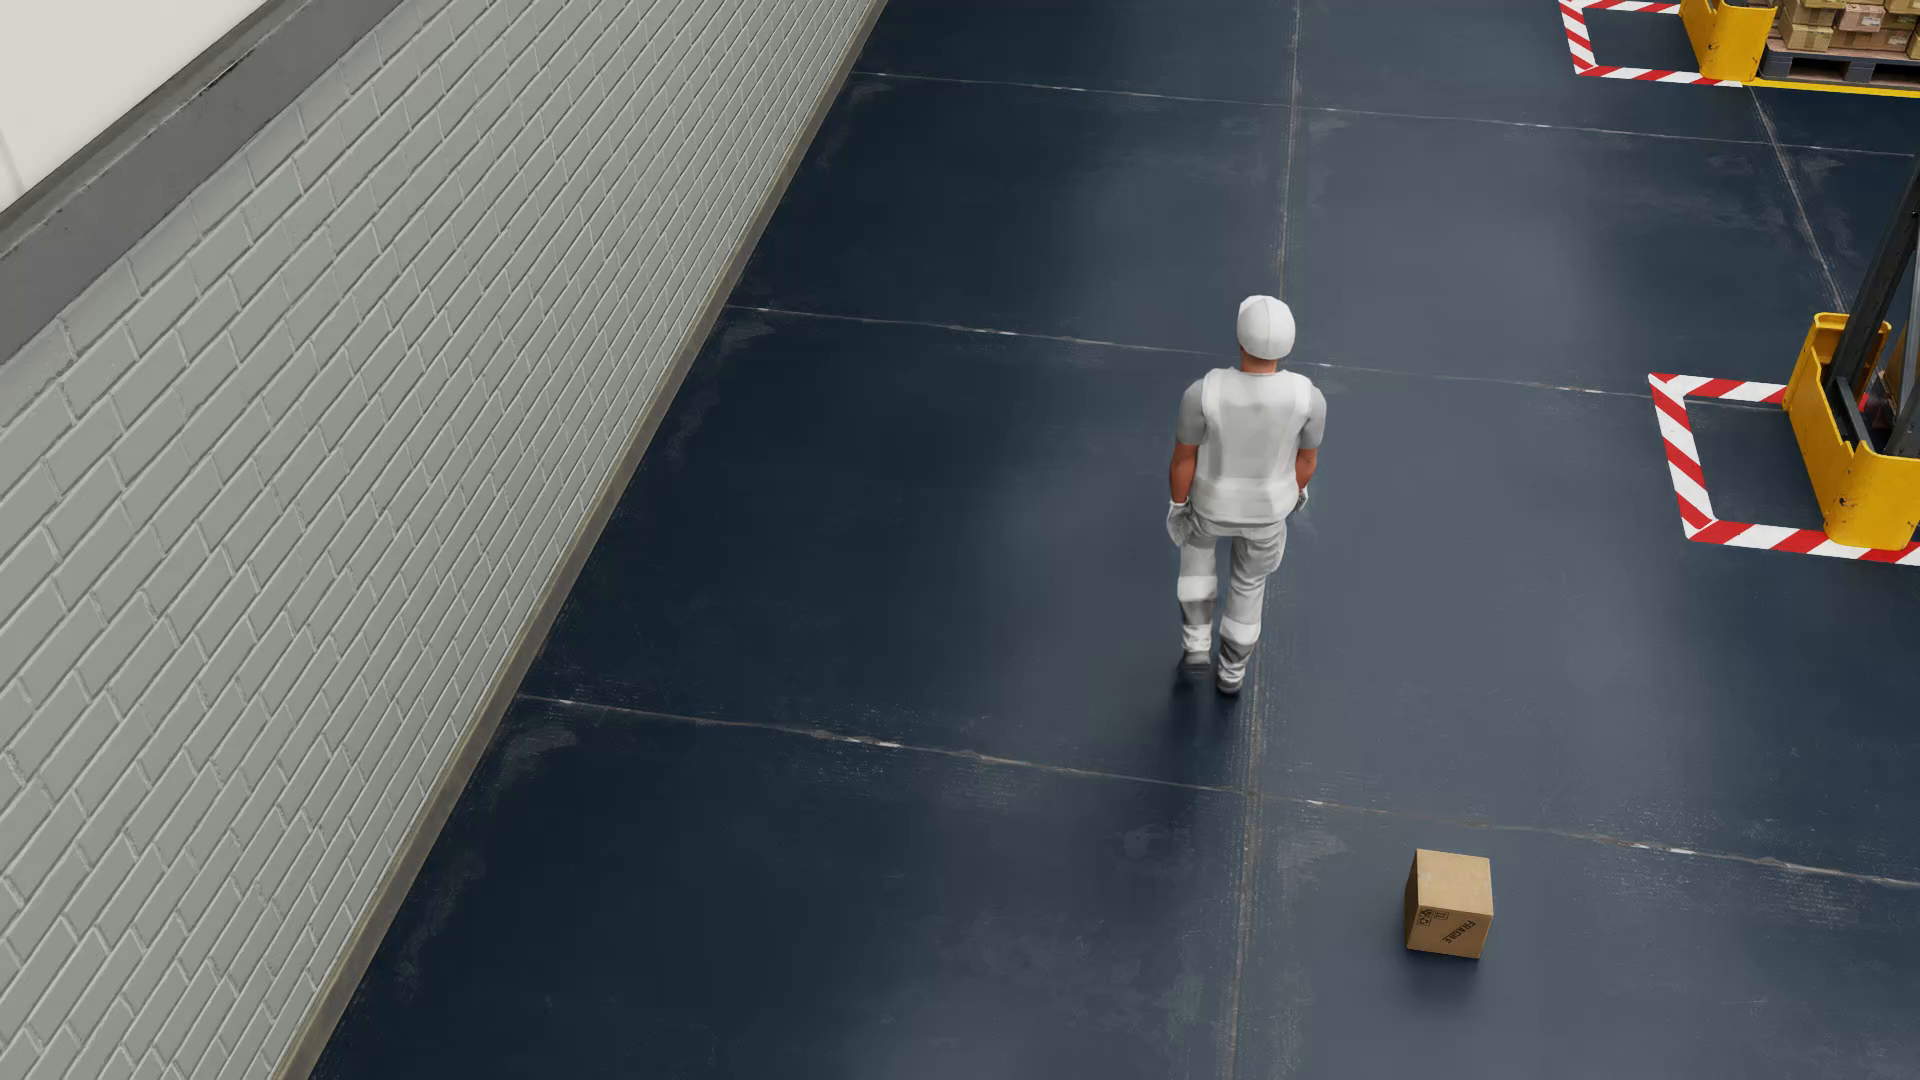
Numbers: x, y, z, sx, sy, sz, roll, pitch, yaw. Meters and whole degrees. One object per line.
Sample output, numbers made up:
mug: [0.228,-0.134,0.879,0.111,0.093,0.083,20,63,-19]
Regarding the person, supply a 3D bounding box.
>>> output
person: [1.054,-0.167,6.306,0.539,1.797,0.449,5,40,6]
